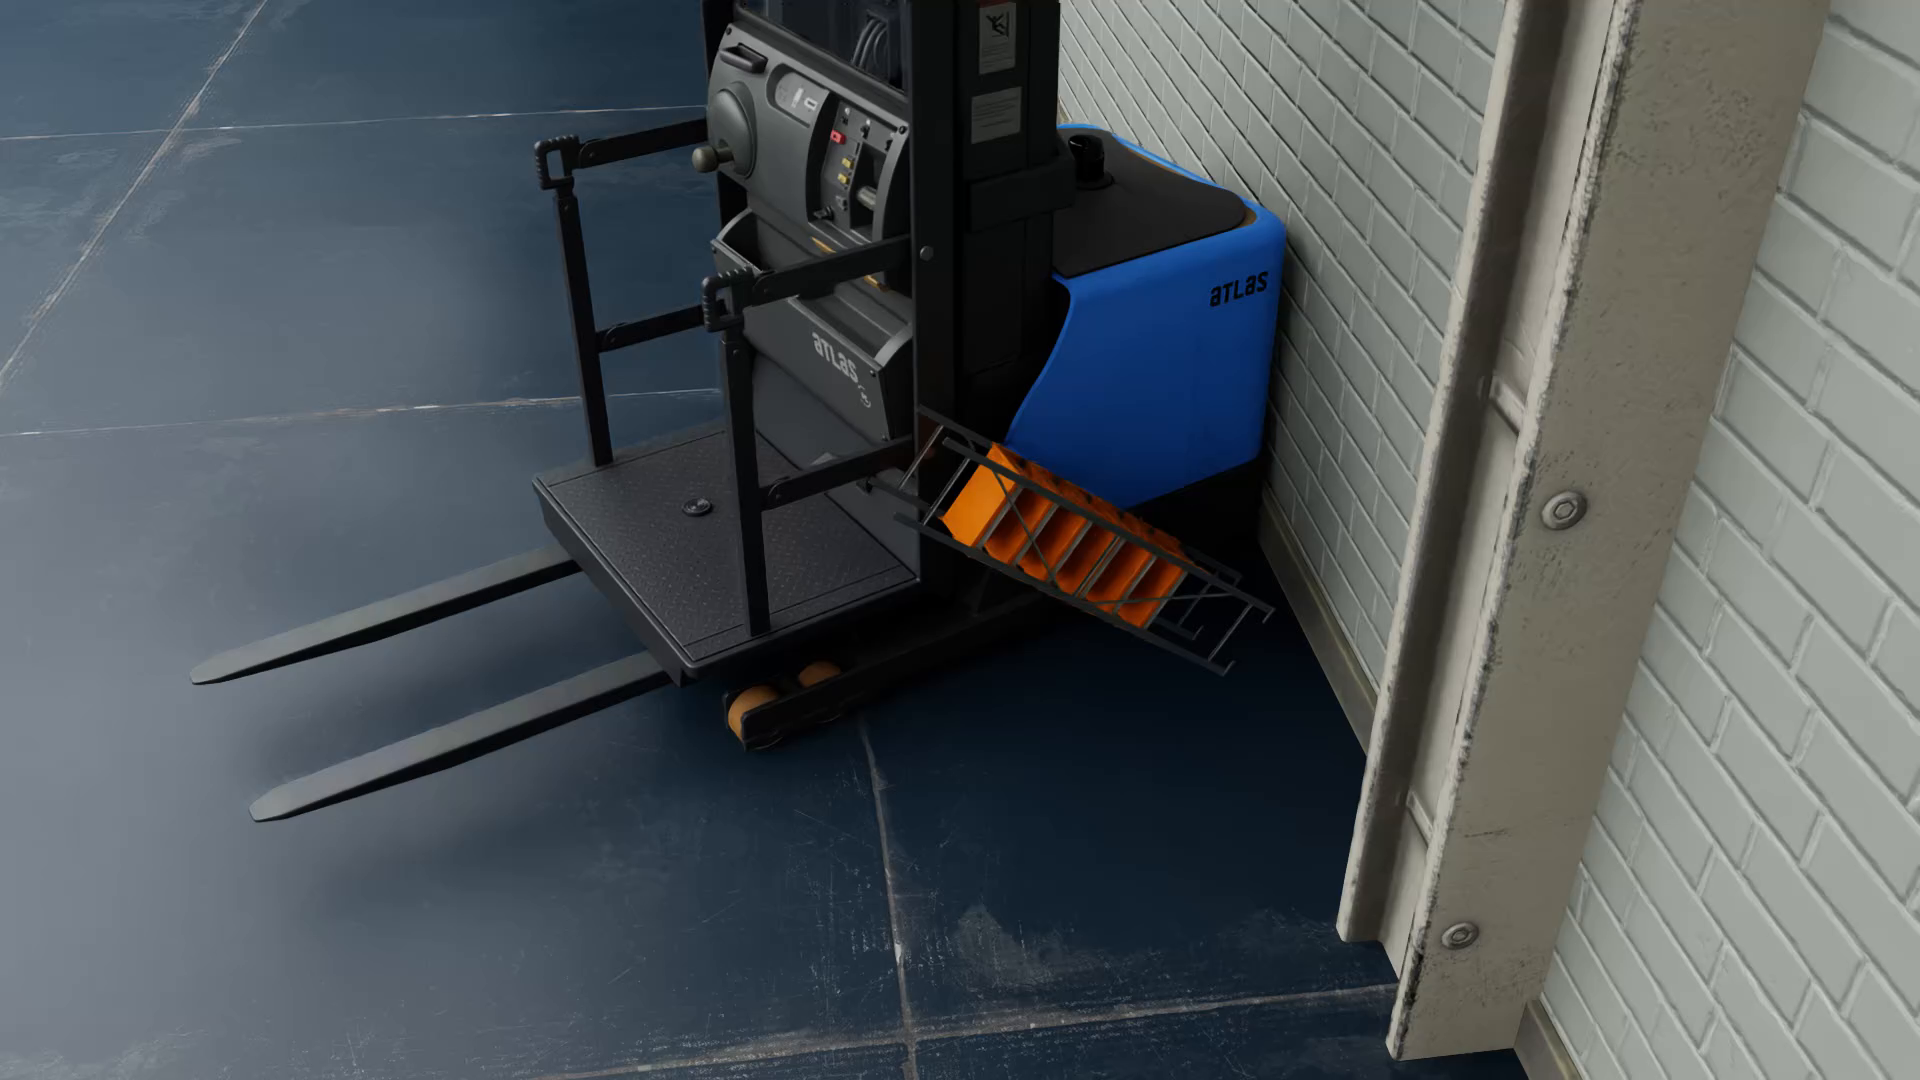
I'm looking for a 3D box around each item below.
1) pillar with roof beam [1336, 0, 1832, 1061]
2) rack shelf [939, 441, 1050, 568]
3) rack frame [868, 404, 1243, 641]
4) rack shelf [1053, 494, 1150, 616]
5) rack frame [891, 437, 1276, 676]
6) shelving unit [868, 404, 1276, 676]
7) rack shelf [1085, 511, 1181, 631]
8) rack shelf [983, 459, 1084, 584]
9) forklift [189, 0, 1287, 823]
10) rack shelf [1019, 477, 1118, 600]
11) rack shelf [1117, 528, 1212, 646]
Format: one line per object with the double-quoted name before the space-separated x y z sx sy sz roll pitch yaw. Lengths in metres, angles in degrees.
"pillar with roof beam" -3.202 -2.388 0.763 9.100 9.000 0.400 -4 35 -6
"rack shelf" 0.084 -0.090 4.185 0.103 0.258 0.180 26 17 -34
"rack frame" 0.288 -0.021 4.433 1.200 0.240 0.006 26 17 -34
"rack shelf" 0.354 0.040 4.384 0.103 0.258 0.180 26 17 -34
"rack frame" 0.353 0.068 4.287 1.200 0.240 0.006 26 17 -34
"shelving unit" 0.321 0.024 4.360 1.200 0.258 0.189 26 17 -34
"rack shelf" 0.444 0.083 4.451 0.103 0.258 0.180 26 17 -34
"rack shelf" 0.174 -0.047 4.252 0.103 0.258 0.180 26 17 -34
"forklift" -0.572 -0.995 4.108 3.031 2.935 1.130 -20 39 -27
"rack shelf" 0.264 -0.004 4.318 0.103 0.258 0.180 26 17 -34
"rack shelf" 0.534 0.126 4.517 0.103 0.258 0.180 26 17 -34
